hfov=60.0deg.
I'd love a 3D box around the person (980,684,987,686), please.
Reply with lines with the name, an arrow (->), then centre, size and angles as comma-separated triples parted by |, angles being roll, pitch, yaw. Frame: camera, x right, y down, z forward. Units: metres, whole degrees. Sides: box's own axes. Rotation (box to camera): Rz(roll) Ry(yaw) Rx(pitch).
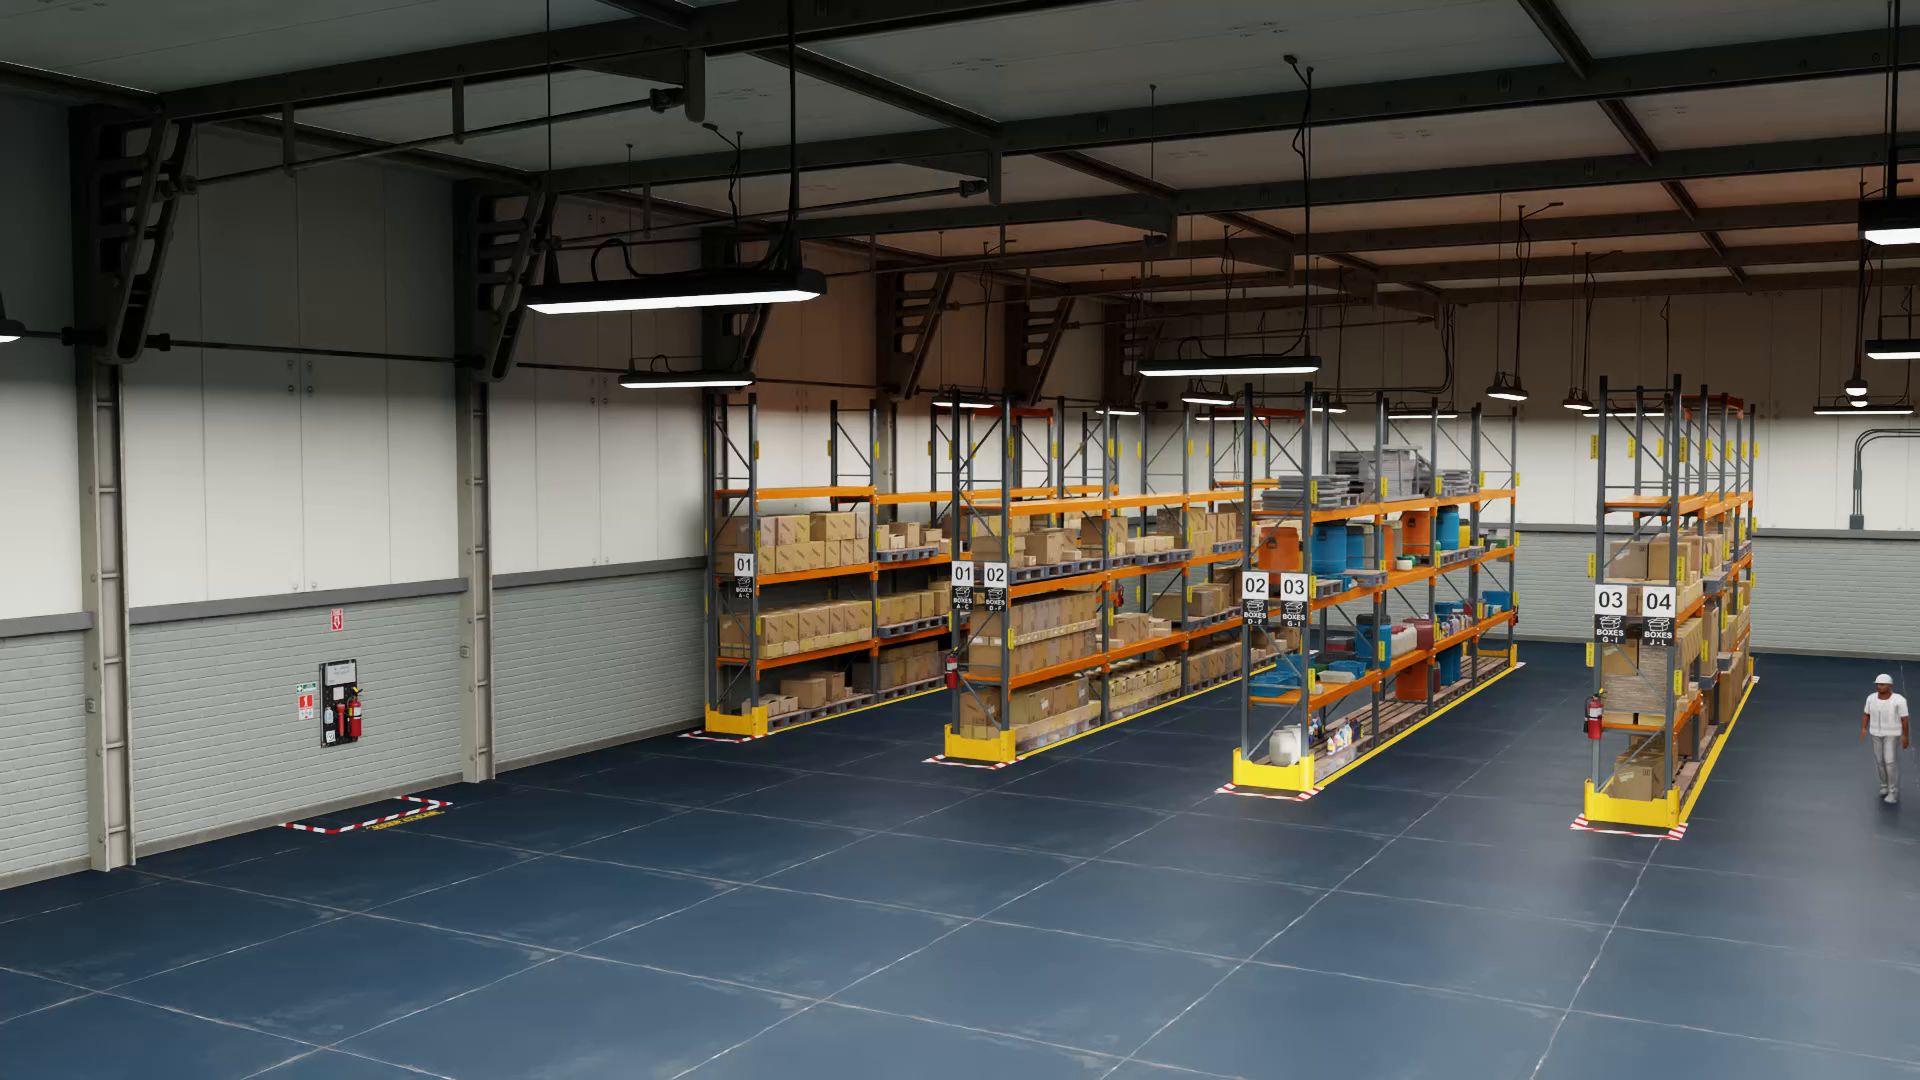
person -> 0.576, 2.186, 33.551 | 0.701, 1.560, 0.939 | 2, 4, 35

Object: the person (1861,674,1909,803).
person -> 13.292, 2.829, 23.935 | 0.632, 1.789, 0.624 | -2, 4, -30
